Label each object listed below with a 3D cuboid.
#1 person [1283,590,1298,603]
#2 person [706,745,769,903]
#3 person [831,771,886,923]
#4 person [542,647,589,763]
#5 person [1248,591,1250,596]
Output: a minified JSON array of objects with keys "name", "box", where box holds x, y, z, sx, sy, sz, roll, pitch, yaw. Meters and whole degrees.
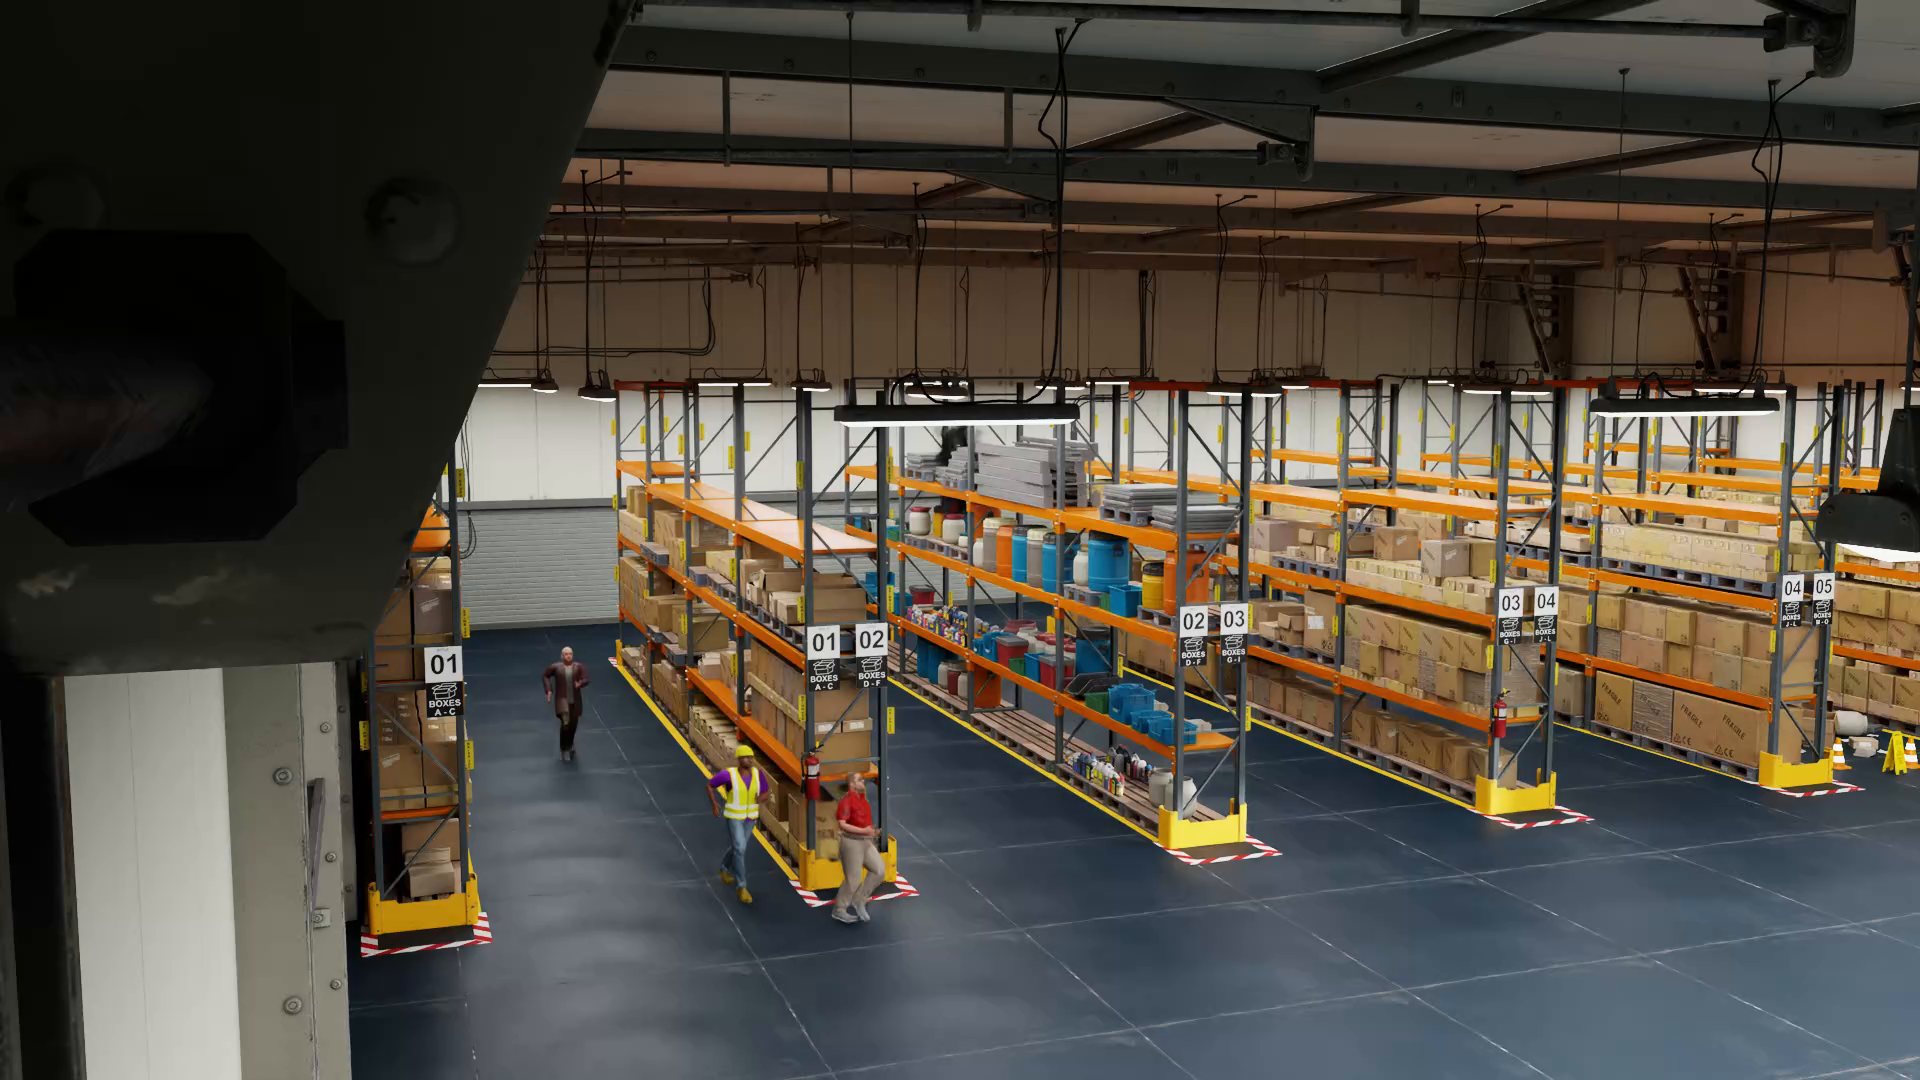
[{"name":"person","box":[8.236,1.112,41.833,0.711,1.641,0.572,-2,6,-20]},{"name":"person","box":[-2.593,3.332,19.902,0.703,1.762,0.936,-5,8,-38]},{"name":"person","box":[-1.138,3.493,18.910,0.592,1.735,0.675,2,6,21]},{"name":"person","box":[-6.302,2.631,26.717,0.669,1.846,0.828,-3,7,-30]},{"name":"person","box":[5.943,1.815,34.694,0.574,1.665,0.950,-3,7,-26]}]
